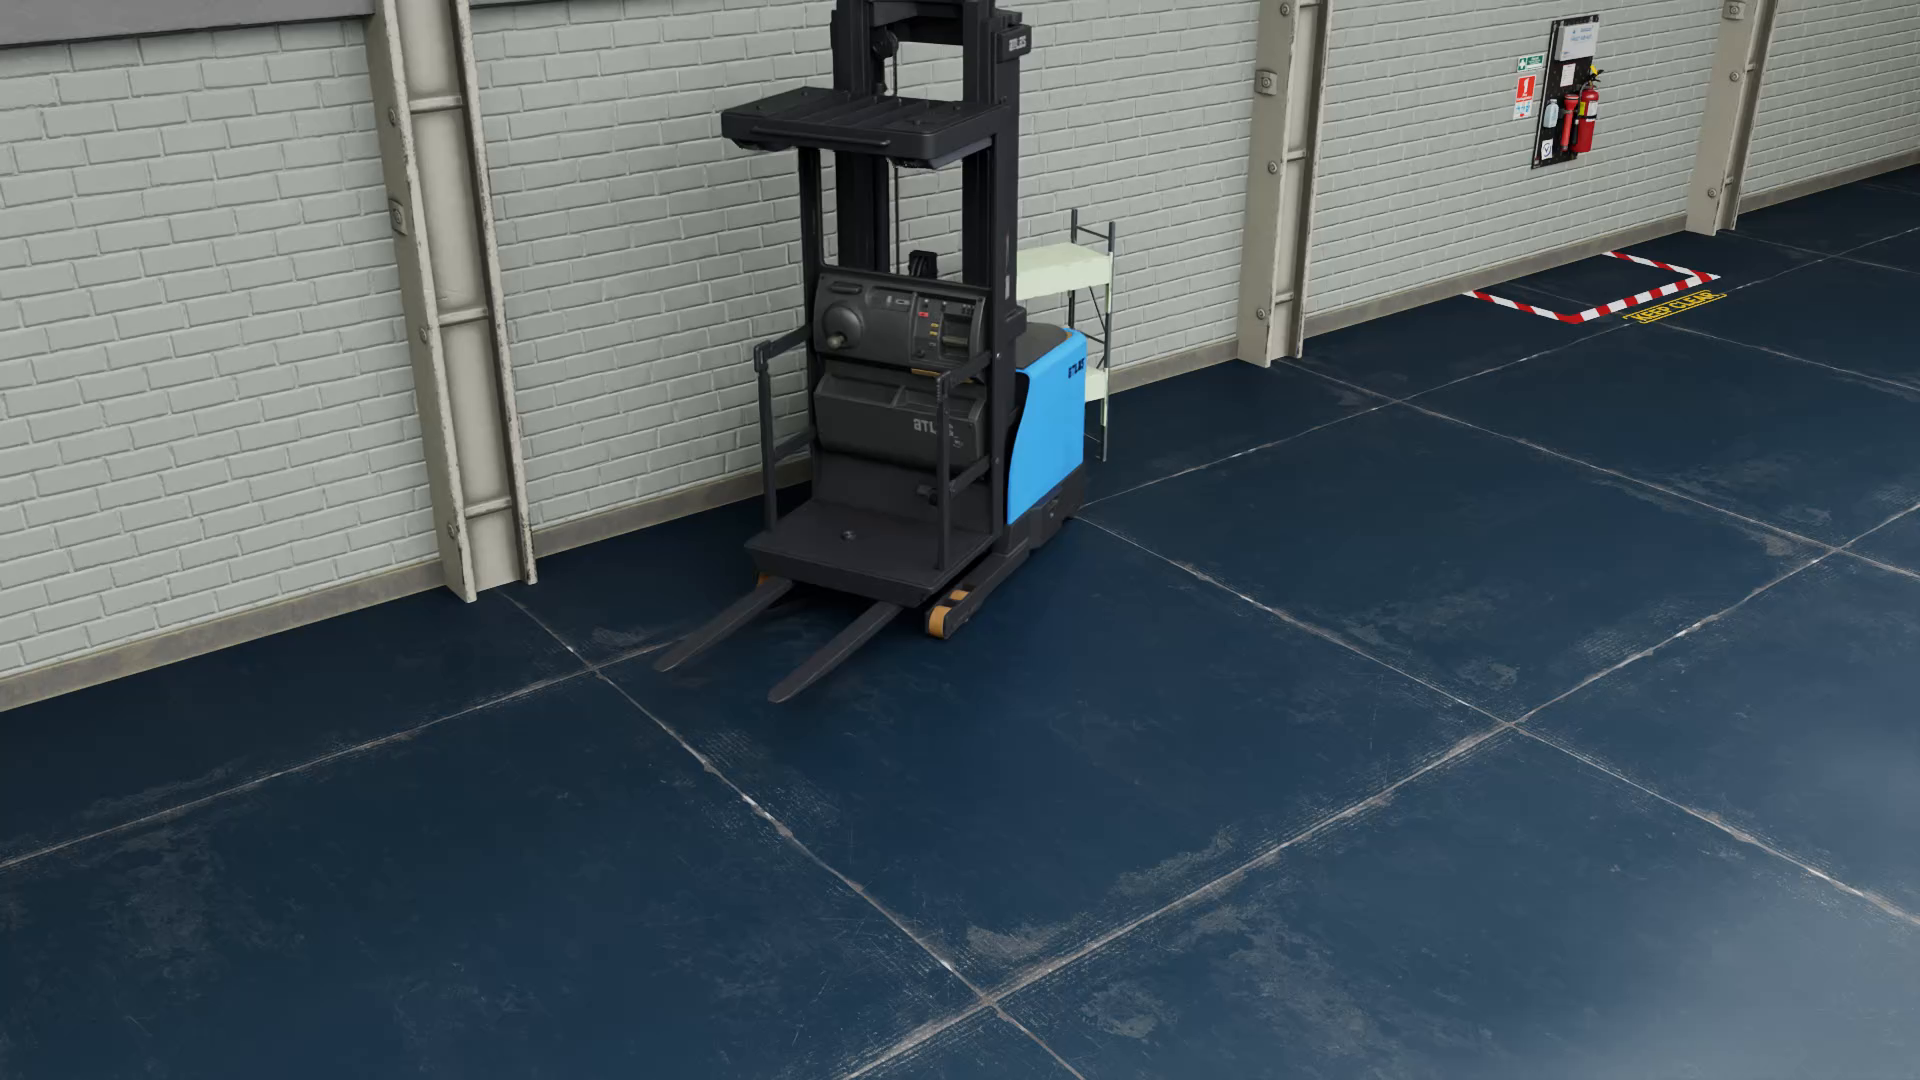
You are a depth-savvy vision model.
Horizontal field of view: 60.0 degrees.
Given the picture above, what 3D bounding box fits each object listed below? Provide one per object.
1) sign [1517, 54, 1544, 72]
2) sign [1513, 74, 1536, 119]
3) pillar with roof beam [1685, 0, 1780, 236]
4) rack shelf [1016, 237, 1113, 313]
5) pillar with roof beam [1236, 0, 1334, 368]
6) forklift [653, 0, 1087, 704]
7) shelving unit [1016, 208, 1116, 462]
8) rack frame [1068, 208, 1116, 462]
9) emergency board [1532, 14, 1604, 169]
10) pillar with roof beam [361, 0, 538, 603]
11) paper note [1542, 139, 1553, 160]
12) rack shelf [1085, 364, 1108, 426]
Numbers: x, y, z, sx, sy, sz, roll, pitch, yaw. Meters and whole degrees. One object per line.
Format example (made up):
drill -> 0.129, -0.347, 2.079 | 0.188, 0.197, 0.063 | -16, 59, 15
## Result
sign -> 4.510, -3.772, 13.142 | 0.331, 0.109, 0.001 | -18, 31, -34
sign -> 4.501, -3.533, 13.257 | 0.234, 0.329, 0.001 | -18, 31, -34
pillar with roof beam -> 9.624, -5.551, 10.520 | 0.400, 9.000, 9.100 | -18, 31, -34
rack shelf -> 0.481, -1.506, 9.787 | 0.720, 0.370, 0.431 | -15, 29, -30
pillar with roof beam -> 4.903, -3.992, 7.162 | 0.400, 9.000, 9.100 | -18, 31, -34
forklift -> -0.401, -1.054, 8.039 | 1.130, 2.935, 3.031 | 12, 28, 24
shelving unit -> 0.481, -1.152, 9.951 | 0.755, 1.500, 0.431 | -15, 29, -30
rack frame -> 0.786, -1.237, 10.133 | 0.023, 1.500, 0.400 | -15, 29, -30
emergency board -> 5.000, -3.626, 13.500 | 0.643, 1.169, 0.194 | -18, 31, -34
pillar with roof beam -> 0.181, -2.433, 3.804 | 0.400, 9.000, 9.100 | -18, 31, -34
paper note -> 4.818, -3.204, 13.636 | 0.142, 0.148, 0.016 | -18, 31, -34
rack shelf -> 0.481, -0.856, 10.088 | 0.720, 0.370, 0.431 | -15, 29, -30
